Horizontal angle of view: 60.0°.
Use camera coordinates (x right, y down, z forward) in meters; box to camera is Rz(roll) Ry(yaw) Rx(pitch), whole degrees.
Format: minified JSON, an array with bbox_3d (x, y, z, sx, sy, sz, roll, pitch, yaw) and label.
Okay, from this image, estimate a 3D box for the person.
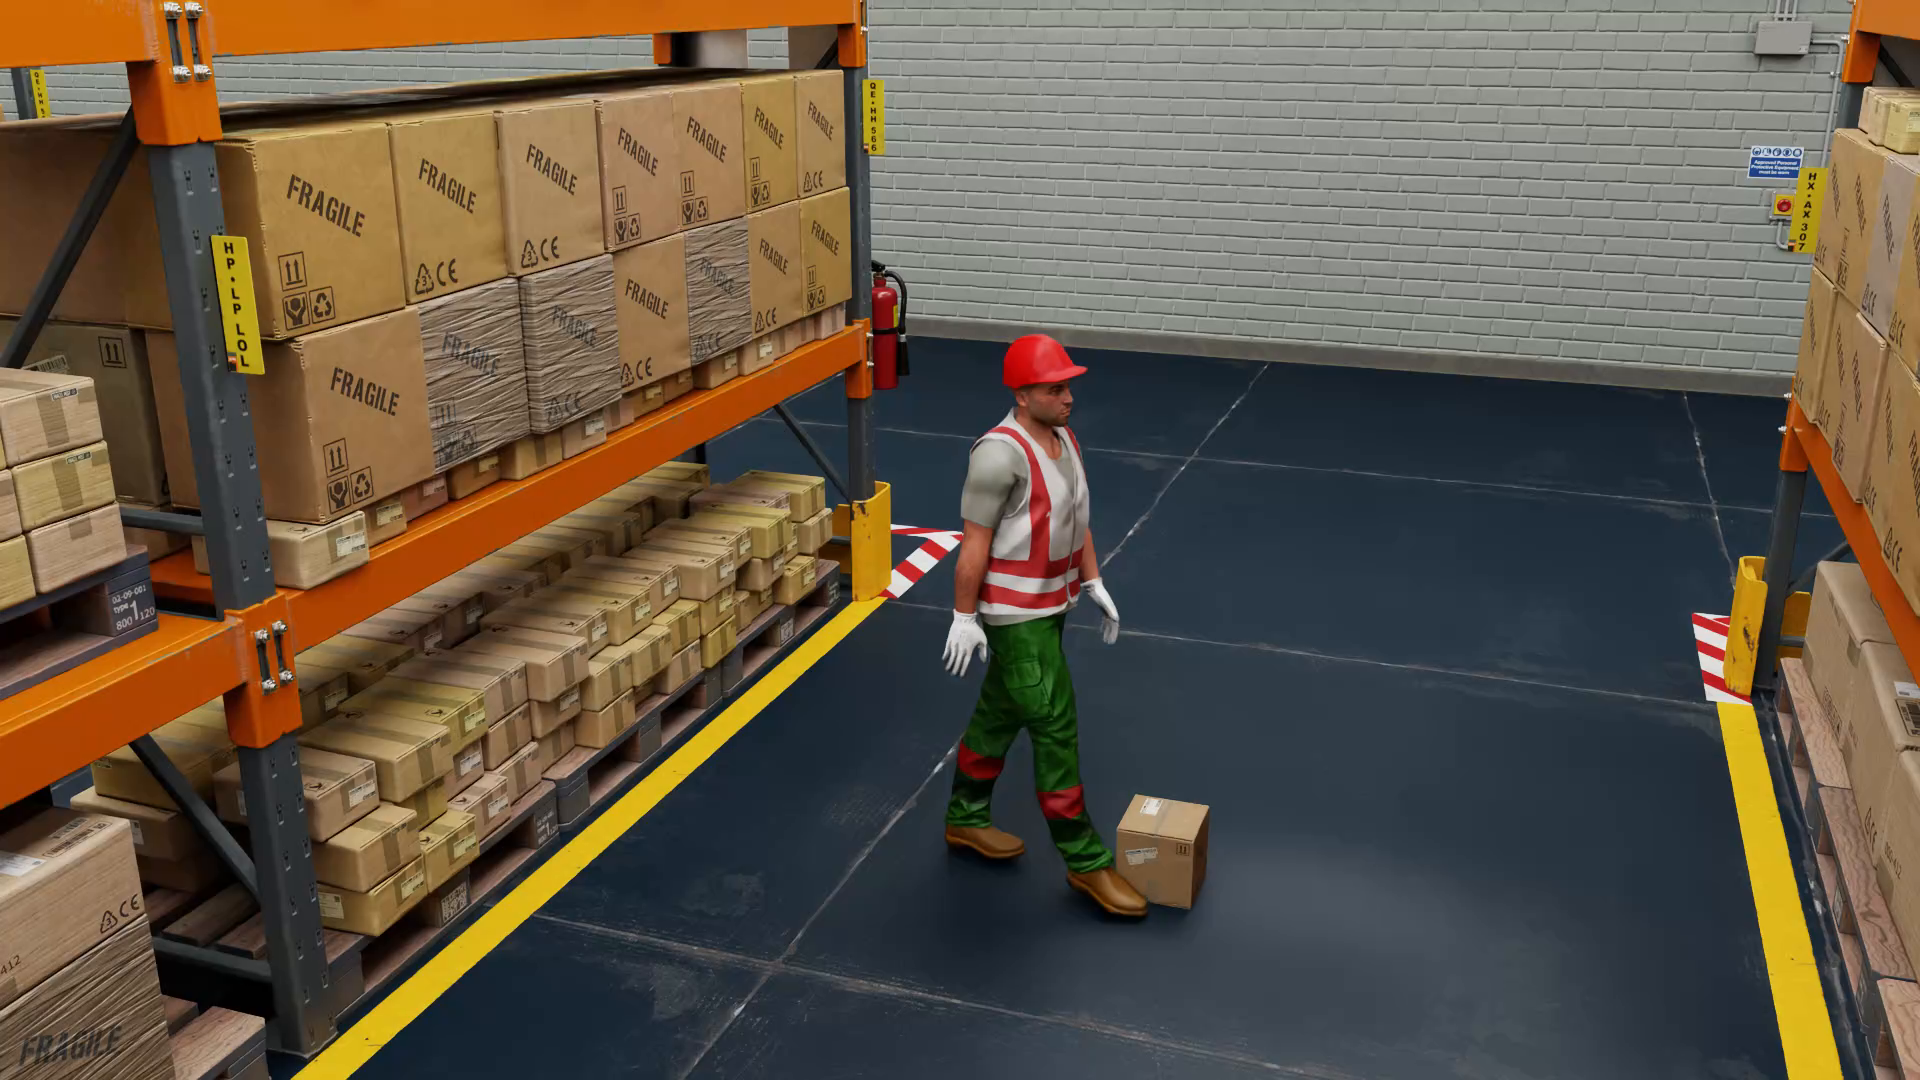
[{"bbox_3d":[0.312,0.234,5.262,0.795,1.768,0.587,9,20,25],"label":"person"}]
